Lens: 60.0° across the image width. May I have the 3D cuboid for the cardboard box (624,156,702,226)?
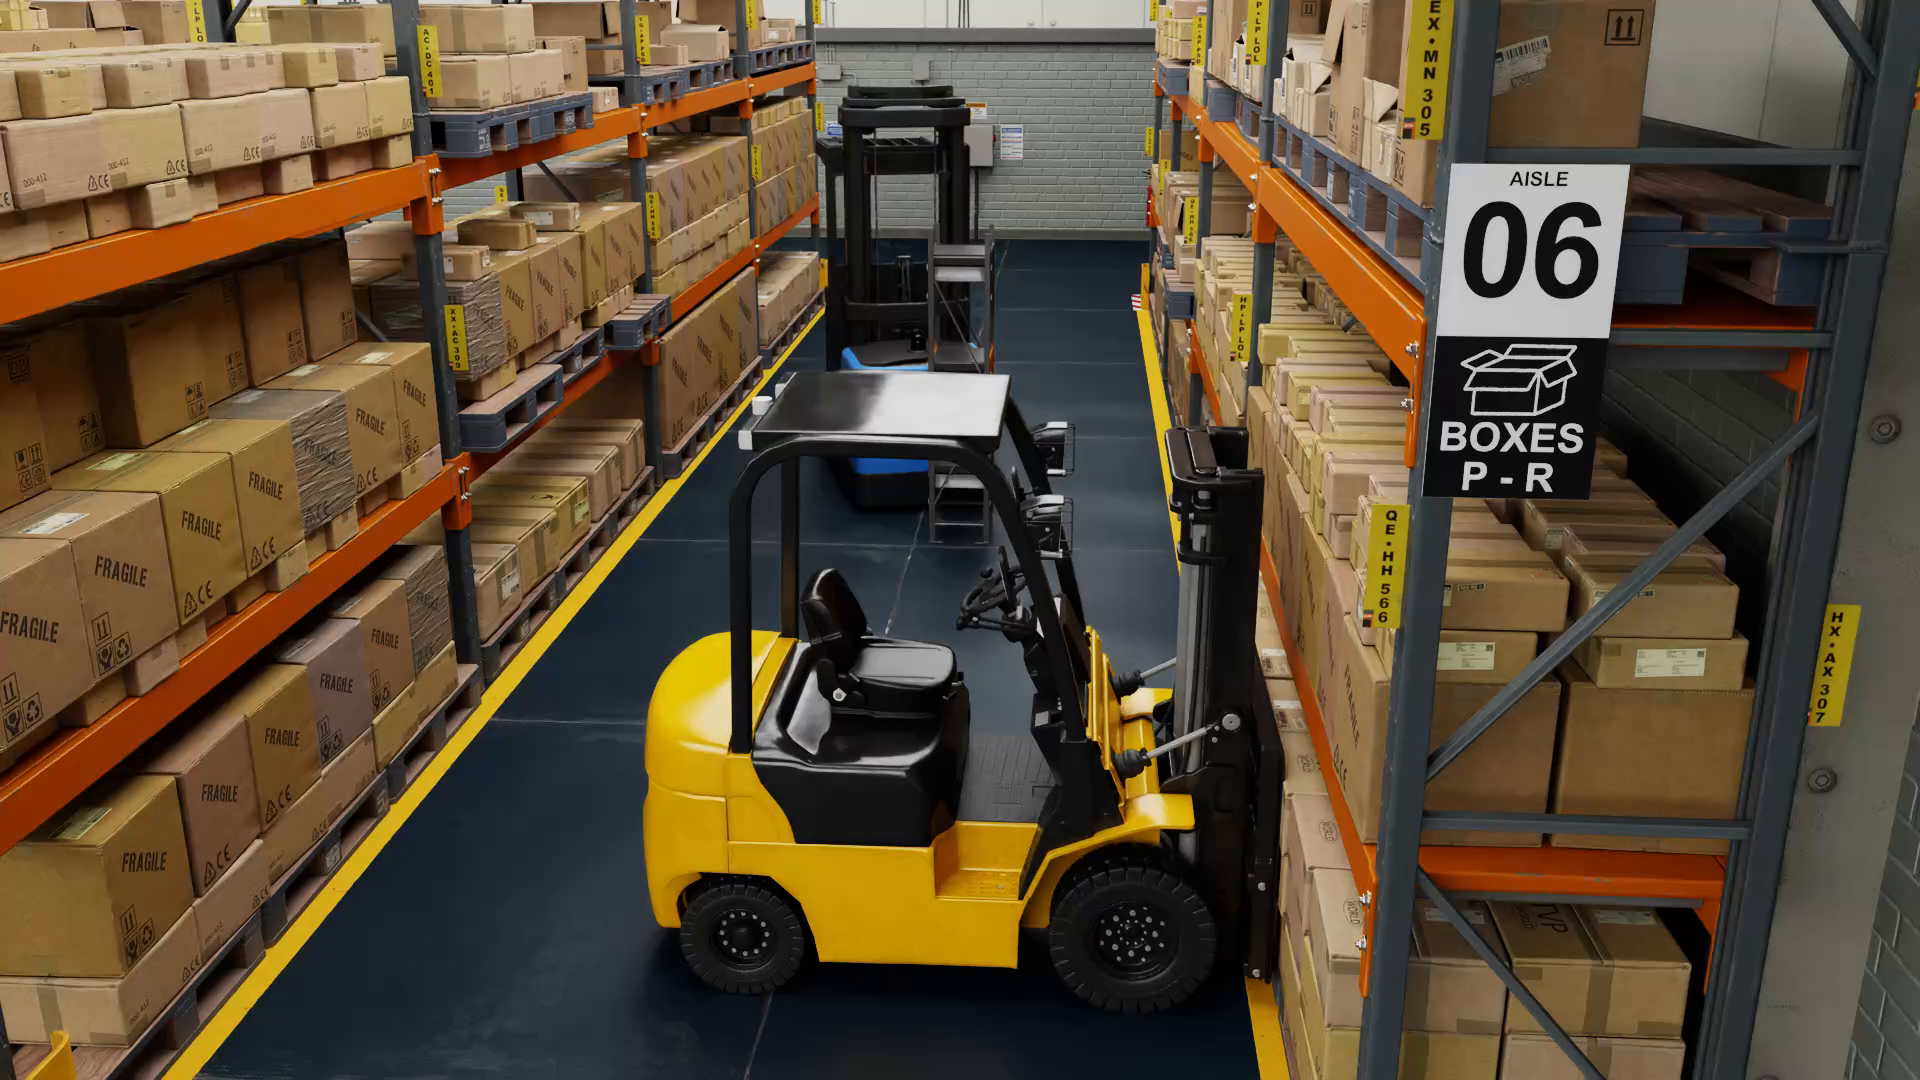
[{"bbox_3d":[-2.411,-2.832,13.483,0.500,0.500,0.500,2,18,5],"label":"cardboard box"}]

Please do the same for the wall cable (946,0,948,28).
[{"bbox_3d":[-1.319,-8.938,24.249,2.355,3.000,0.029,1,18,4],"label":"wall cable"}]

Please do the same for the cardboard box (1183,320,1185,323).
[{"bbox_3d":[2.228,-2.027,15.089,0.380,0.149,0.250,0,18,1],"label":"cardboard box"}]

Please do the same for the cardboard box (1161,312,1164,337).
[{"bbox_3d":[2.242,-2.171,16.947,0.396,0.266,0.258,2,18,6],"label":"cardboard box"}]

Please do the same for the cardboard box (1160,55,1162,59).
[{"bbox_3d":[2.341,-5.117,17.807,0.380,0.149,0.250,1,18,4],"label":"cardboard box"}]

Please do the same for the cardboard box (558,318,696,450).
[{"bbox_3d":[-2.636,-1.250,13.158,0.875,0.875,0.875,1,18,3],"label":"cardboard box"}]

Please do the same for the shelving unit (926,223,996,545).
[{"bbox_3d":[0.012,-1.049,11.253,0.431,2.100,0.503,1,18,4],"label":"shelving unit"}]

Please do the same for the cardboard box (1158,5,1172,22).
[{"bbox_3d":[2.474,-5.823,18.520,0.500,0.250,0.500,1,18,3],"label":"cardboard box"}]

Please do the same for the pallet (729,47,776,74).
[{"bbox_3d":[-2.413,-4.727,16.356,1.003,0.211,1.213,1,18,4],"label":"pallet"}]

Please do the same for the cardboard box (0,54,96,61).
[{"bbox_3d":[-3.433,-1.715,6.144,0.380,0.149,0.250,2,18,5],"label":"cardboard box"}]

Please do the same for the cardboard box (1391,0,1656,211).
[{"bbox_3d":[1.397,-1.116,4.198,0.500,0.500,0.500,2,18,6],"label":"cardboard box"}]

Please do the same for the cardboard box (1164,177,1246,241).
[{"bbox_3d":[2.174,-2.921,14.685,0.700,0.500,0.500,1,18,5],"label":"cardboard box"}]

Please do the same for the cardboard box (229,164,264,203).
[{"bbox_3d":[-2.965,-1.408,6.489,0.380,0.149,0.250,2,18,5],"label":"cardboard box"}]

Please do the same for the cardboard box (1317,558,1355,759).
[{"bbox_3d":[1.429,0.380,5.286,0.500,0.500,0.500,2,18,6],"label":"cardboard box"}]

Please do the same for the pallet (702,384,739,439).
[{"bbox_3d":[-2.547,-1.143,14.573,1.003,0.211,1.213,1,18,4],"label":"pallet"}]

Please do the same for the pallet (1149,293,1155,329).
[{"bbox_3d":[2.694,-2.626,19.098,1.003,0.211,1.213,1,18,4],"label":"pallet"}]

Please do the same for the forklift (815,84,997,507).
[{"bbox_3d":[-0.515,-2.050,12.973,1.130,2.935,3.031,-3,18,-10],"label":"forklift"}]

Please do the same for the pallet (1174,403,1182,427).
[{"bbox_3d":[2.364,-1.021,14.201,1.003,0.211,1.213,1,18,4],"label":"pallet"}]

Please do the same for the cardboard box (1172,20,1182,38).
[{"bbox_3d":[2.009,-4.349,14.150,0.380,0.149,0.250,1,18,3],"label":"cardboard box"}]

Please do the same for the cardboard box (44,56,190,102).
[{"bbox_3d":[-2.973,-1.625,5.871,0.380,0.149,0.250,2,18,5],"label":"cardboard box"}]

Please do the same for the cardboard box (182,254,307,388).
[{"bbox_3d":[-3.362,-0.979,7.349,0.700,0.500,0.500,1,18,4],"label":"cardboard box"}]

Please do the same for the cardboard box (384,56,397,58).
[{"bbox_3d":[-3.158,-2.343,8.506,0.500,0.250,0.500,1,18,3],"label":"cardboard box"}]

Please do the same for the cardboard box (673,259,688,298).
[{"bbox_3d":[-2.464,-2.082,13.201,0.500,0.250,0.500,1,18,2],"label":"cardboard box"}]

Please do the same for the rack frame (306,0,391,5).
[{"bbox_3d":[-7.140,-7.262,19.133,1.000,3.000,0.127,1,18,4],"label":"rack frame"}]

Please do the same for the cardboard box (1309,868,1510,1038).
[{"bbox_3d":[1.331,1.229,4.991,0.500,0.250,0.500,2,18,6],"label":"cardboard box"}]

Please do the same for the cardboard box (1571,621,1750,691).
[{"bbox_3d":[1.892,0.292,4.513,0.380,0.149,0.250,1,18,3],"label":"cardboard box"}]

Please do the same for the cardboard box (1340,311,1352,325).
[{"bbox_3d":[2.225,-1.115,8.807,0.380,0.149,0.250,1,18,4],"label":"cardboard box"}]

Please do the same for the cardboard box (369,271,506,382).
[{"bbox_3d":[-2.736,-1.132,8.749,0.500,0.500,0.500,2,18,5],"label":"cardboard box"}]

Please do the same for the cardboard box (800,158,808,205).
[{"bbox_3d":[-2.017,-4.068,18.860,0.500,0.500,0.500,1,18,3],"label":"cardboard box"}]

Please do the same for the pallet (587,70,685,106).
[{"bbox_3d":[-2.776,-3.384,12.419,1.213,0.211,1.003,2,18,6],"label":"pallet"}]

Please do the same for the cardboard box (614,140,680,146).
[{"bbox_3d":[-2.809,-3.323,14.982,0.500,0.500,0.500,1,18,4],"label":"cardboard box"}]

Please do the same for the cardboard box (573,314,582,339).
[{"bbox_3d":[-2.590,-1.337,10.416,0.380,0.149,0.250,1,18,2],"label":"cardboard box"}]

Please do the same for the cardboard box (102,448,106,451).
[{"bbox_3d":[-3.443,-0.194,6.559,0.500,0.500,0.500,1,18,5],"label":"cardboard box"}]

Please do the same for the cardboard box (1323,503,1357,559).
[{"bbox_3d":[1.424,-0.043,5.533,0.380,0.149,0.250,1,18,2],"label":"cardboard box"}]

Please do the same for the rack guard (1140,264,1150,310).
[{"bbox_3d":[2.750,-3.011,19.808,1.175,0.500,0.348,1,18,4],"label":"rack guard"}]

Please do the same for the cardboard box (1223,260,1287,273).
[{"bbox_3d":[1.861,-1.677,10.523,0.380,0.149,0.250,1,18,5],"label":"cardboard box"}]

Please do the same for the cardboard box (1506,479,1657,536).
[{"bbox_3d":[1.936,-0.089,5.197,0.380,0.149,0.250,1,18,4],"label":"cardboard box"}]

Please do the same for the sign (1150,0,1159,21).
[{"bbox_3d":[2.215,-6.075,18.925,0.100,0.325,0.005,1,18,4],"label":"sign"}]

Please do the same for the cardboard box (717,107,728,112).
[{"bbox_3d":[-2.623,-4.419,17.283,0.380,0.149,0.250,1,18,3],"label":"cardboard box"}]

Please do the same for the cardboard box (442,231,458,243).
[{"bbox_3d":[-3.137,-1.619,10.233,0.500,0.500,0.500,1,18,2],"label":"cardboard box"}]

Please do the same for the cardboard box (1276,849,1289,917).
[{"bbox_3d":[1.395,1.142,6.059,0.500,0.250,0.500,1,18,3],"label":"cardboard box"}]

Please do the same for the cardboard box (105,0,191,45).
[{"bbox_3d":[-7.563,-4.726,15.376,0.700,0.500,0.500,1,18,4],"label":"cardboard box"}]

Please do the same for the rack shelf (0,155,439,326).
[{"bbox_3d":[-3.199,-1.067,6.201,1.077,0.370,4.000,1,18,4],"label":"rack shelf"}]

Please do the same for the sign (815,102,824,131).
[{"bbox_3d":[-1.655,-4.978,19.558,0.100,0.325,0.005,1,18,4],"label":"sign"}]

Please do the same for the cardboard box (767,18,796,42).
[{"bbox_3d":[-2.138,-5.791,18.868,0.500,0.250,0.500,0,18,-1],"label":"cardboard box"}]

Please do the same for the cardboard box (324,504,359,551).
[{"bbox_3d":[-2.844,-0.063,7.202,0.380,0.149,0.250,1,18,3],"label":"cardboard box"}]

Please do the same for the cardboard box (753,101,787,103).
[{"bbox_3d":[-2.099,-4.728,18.228,0.380,0.149,0.250,1,18,3],"label":"cardboard box"}]

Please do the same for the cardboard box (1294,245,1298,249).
[{"bbox_3d":[2.454,-1.904,11.214,0.380,0.149,0.250,2,18,5],"label":"cardboard box"}]

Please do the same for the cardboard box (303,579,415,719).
[{"bbox_3d":[-2.865,0.494,7.636,0.500,0.500,0.500,2,18,5],"label":"cardboard box"}]

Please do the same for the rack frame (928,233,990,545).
[{"bbox_3d":[-0.006,-0.973,11.022,0.400,2.100,0.015,1,18,4],"label":"rack frame"}]

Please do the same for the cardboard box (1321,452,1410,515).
[{"bbox_3d":[1.403,-0.184,5.488,0.380,0.149,0.250,2,18,5],"label":"cardboard box"}]

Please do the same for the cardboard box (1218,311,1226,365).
[{"bbox_3d":[1.748,-1.138,9.518,0.500,0.250,0.500,2,18,5],"label":"cardboard box"}]

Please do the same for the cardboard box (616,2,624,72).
[{"bbox_3d":[-2.887,-3.831,12.646,0.700,0.500,0.500,0,18,1],"label":"cardboard box"}]

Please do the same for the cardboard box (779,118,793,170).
[{"bbox_3d":[-2.077,-4.227,17.739,0.500,0.500,0.500,1,18,4],"label":"cardboard box"}]

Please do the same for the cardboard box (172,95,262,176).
[{"bbox_3d":[-2.926,-1.484,6.081,0.500,0.250,0.500,2,18,5],"label":"cardboard box"}]

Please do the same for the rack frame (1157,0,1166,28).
[{"bbox_3d":[2.756,-7.073,18.557,1.000,3.000,0.127,1,18,4],"label":"rack frame"}]

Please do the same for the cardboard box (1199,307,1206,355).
[{"bbox_3d":[1.866,-1.378,11.052,0.500,0.250,0.500,1,18,3],"label":"cardboard box"}]
